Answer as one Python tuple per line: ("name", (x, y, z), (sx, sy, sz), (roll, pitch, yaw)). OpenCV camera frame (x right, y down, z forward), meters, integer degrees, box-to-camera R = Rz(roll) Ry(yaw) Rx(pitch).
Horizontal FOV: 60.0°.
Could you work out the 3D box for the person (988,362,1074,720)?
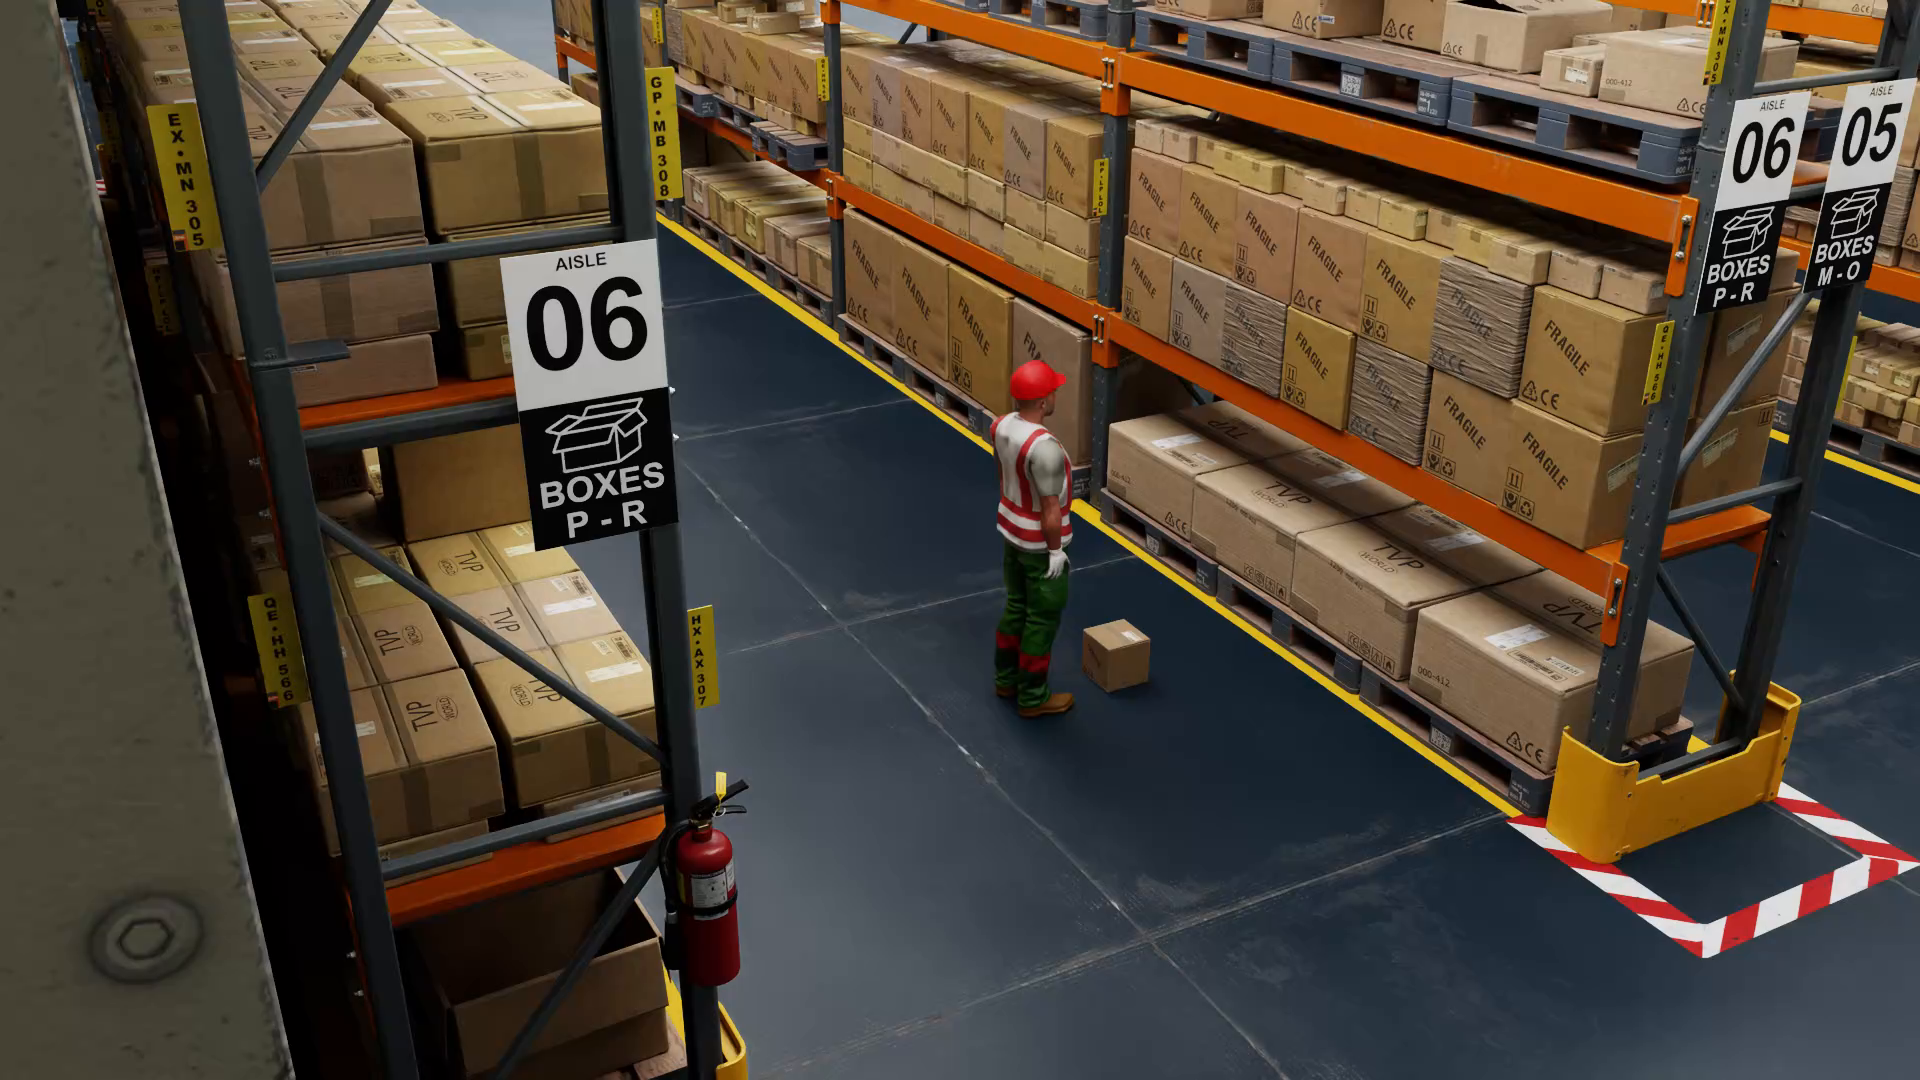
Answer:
("person", (0.361, -0.009, 8.017), (0.377, 1.770, 0.531), (-12, 28, -24))
